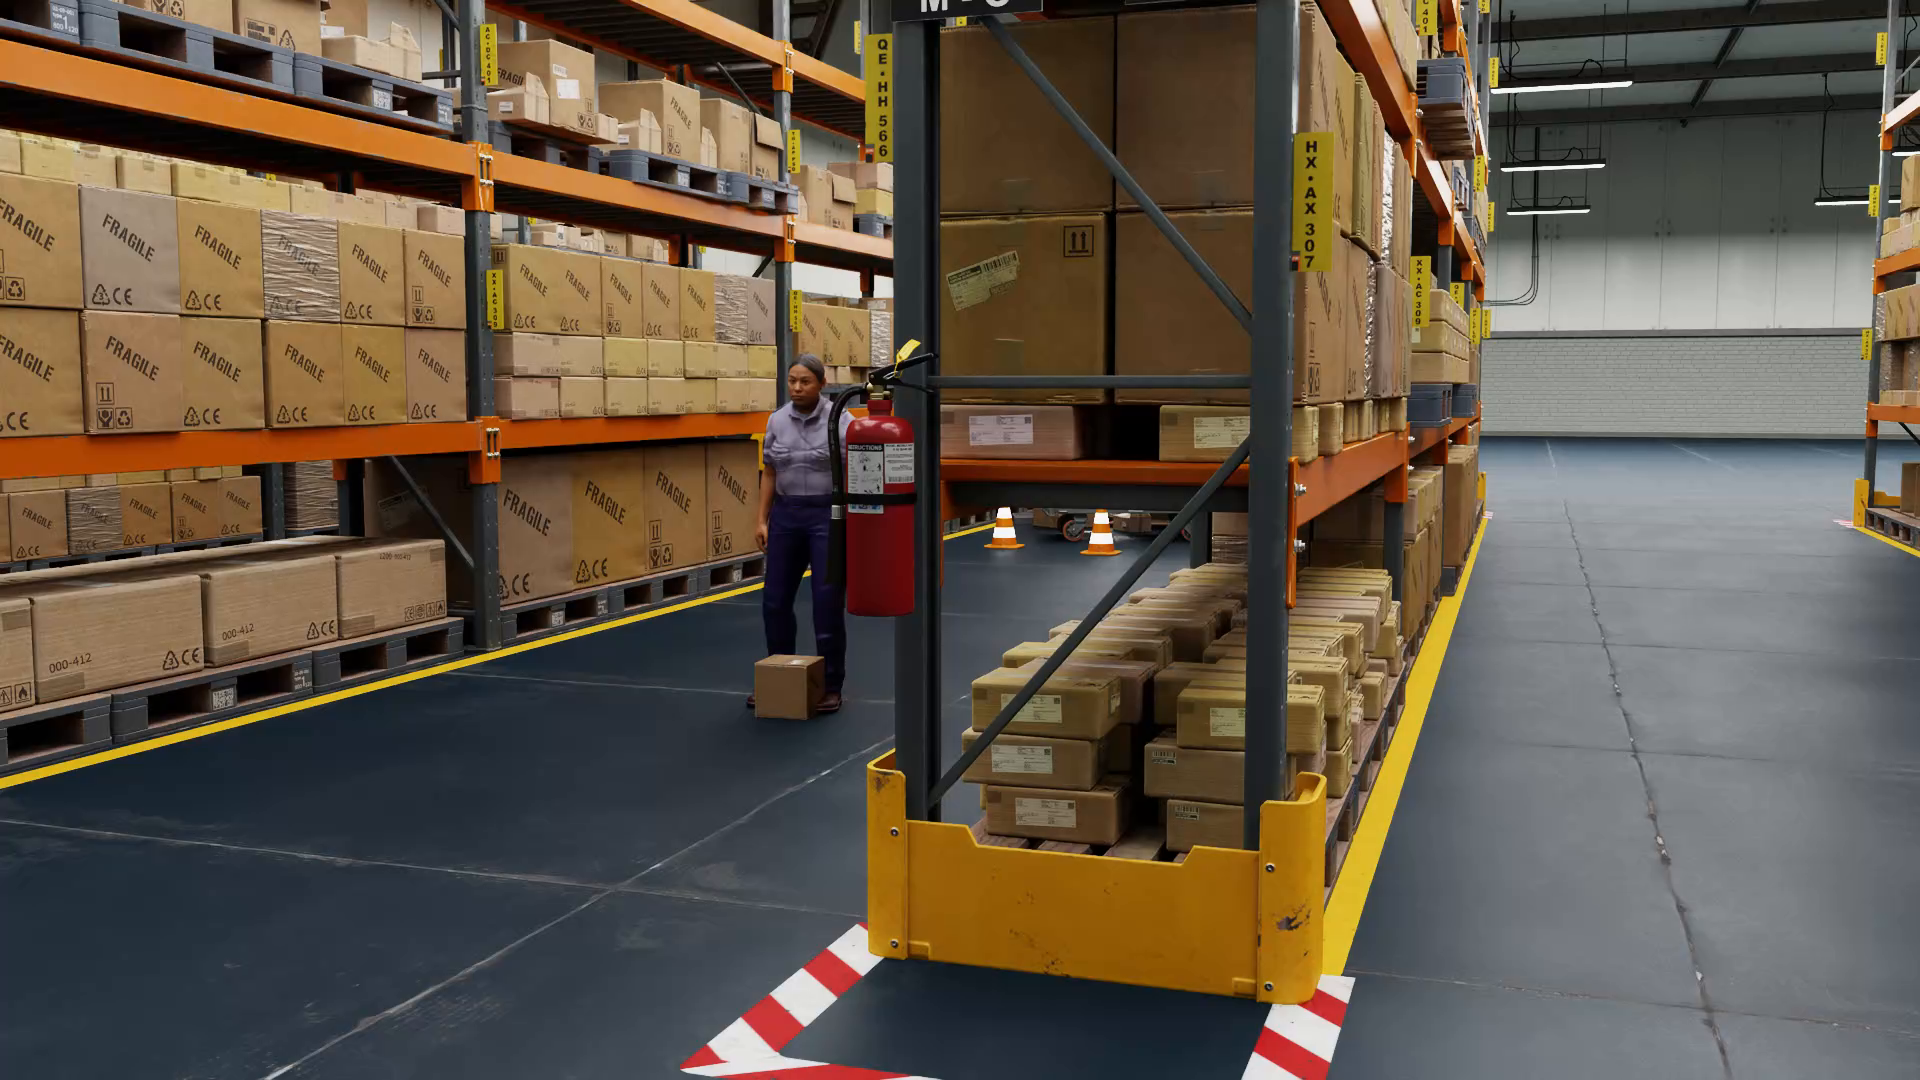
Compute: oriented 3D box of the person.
[{"bbox_3d":[-0.715,-0.036,7.756,0.545,1.637,0.414,2,6,18],"label":"person"}]
